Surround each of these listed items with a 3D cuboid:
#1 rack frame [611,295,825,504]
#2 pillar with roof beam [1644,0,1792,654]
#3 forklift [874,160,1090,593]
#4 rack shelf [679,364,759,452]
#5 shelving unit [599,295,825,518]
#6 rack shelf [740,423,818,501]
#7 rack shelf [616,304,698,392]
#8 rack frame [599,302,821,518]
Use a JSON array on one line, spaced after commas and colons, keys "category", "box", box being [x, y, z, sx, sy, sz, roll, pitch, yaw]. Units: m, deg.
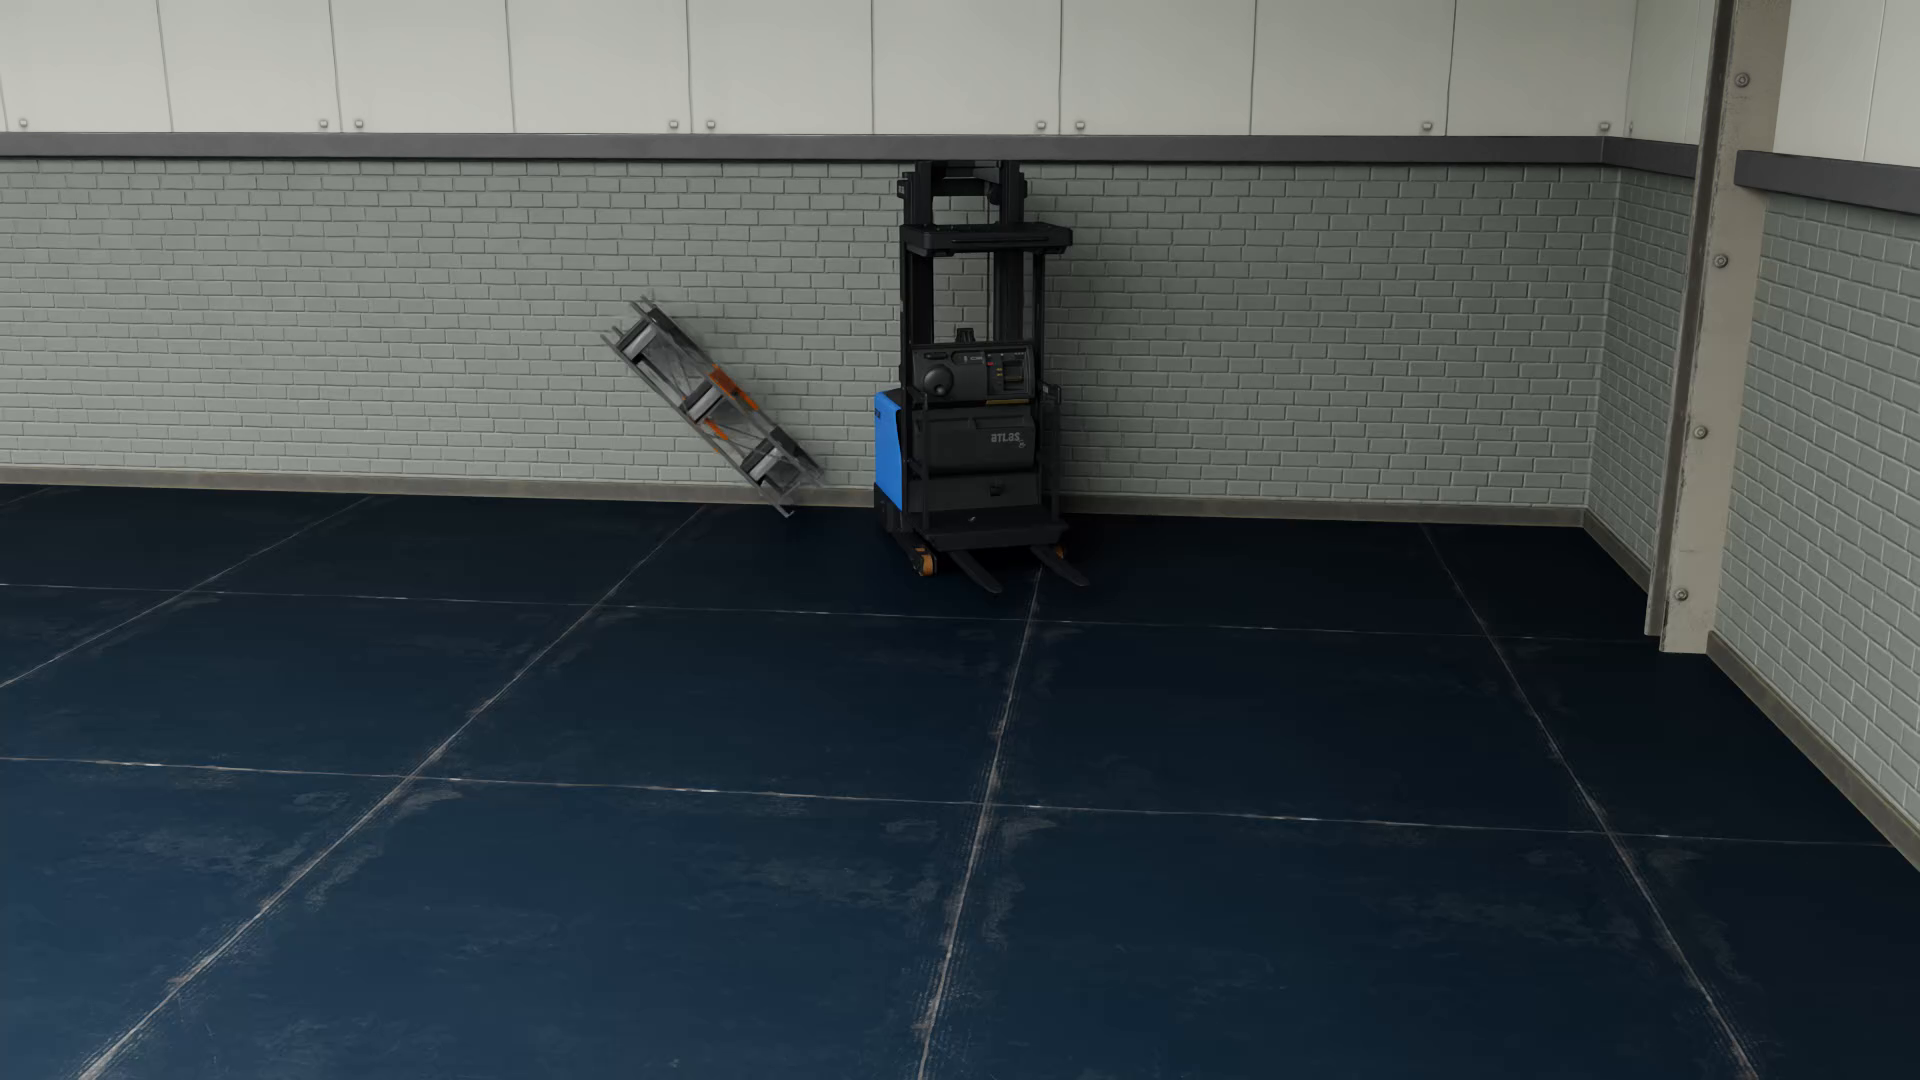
[{"category": "rack frame", "box": [-2.022, -1.163, 13.953, 0.400, 2.100, 0.015, -43, 11, 10]}, {"category": "pillar with roof beam", "box": [0.342, -3.808, 10.007, 9.100, 9.000, 0.400, 2, 15, 6]}, {"category": "forklift", "box": [0.160, -1.257, 12.195, 1.130, 2.935, 3.031, -4, 16, -14]}, {"category": "rack shelf", "box": [-2.010, -1.093, 13.719, 0.431, 0.518, 0.480, -43, 11, 10]}, {"category": "shelving unit", "box": [-2.020, -1.102, 13.716, 0.431, 2.100, 0.503, -43, 11, 10]}, {"category": "rack shelf", "box": [-1.522, -0.608, 13.849, 0.431, 0.518, 0.480, -43, 11, 10]}, {"category": "rack shelf", "box": [-2.498, -1.577, 13.589, 0.431, 0.518, 0.480, -43, 11, 10]}, {"category": "rack frame", "box": [-2.017, -1.041, 13.480, 0.400, 2.100, 0.015, -43, 11, 10]}]
